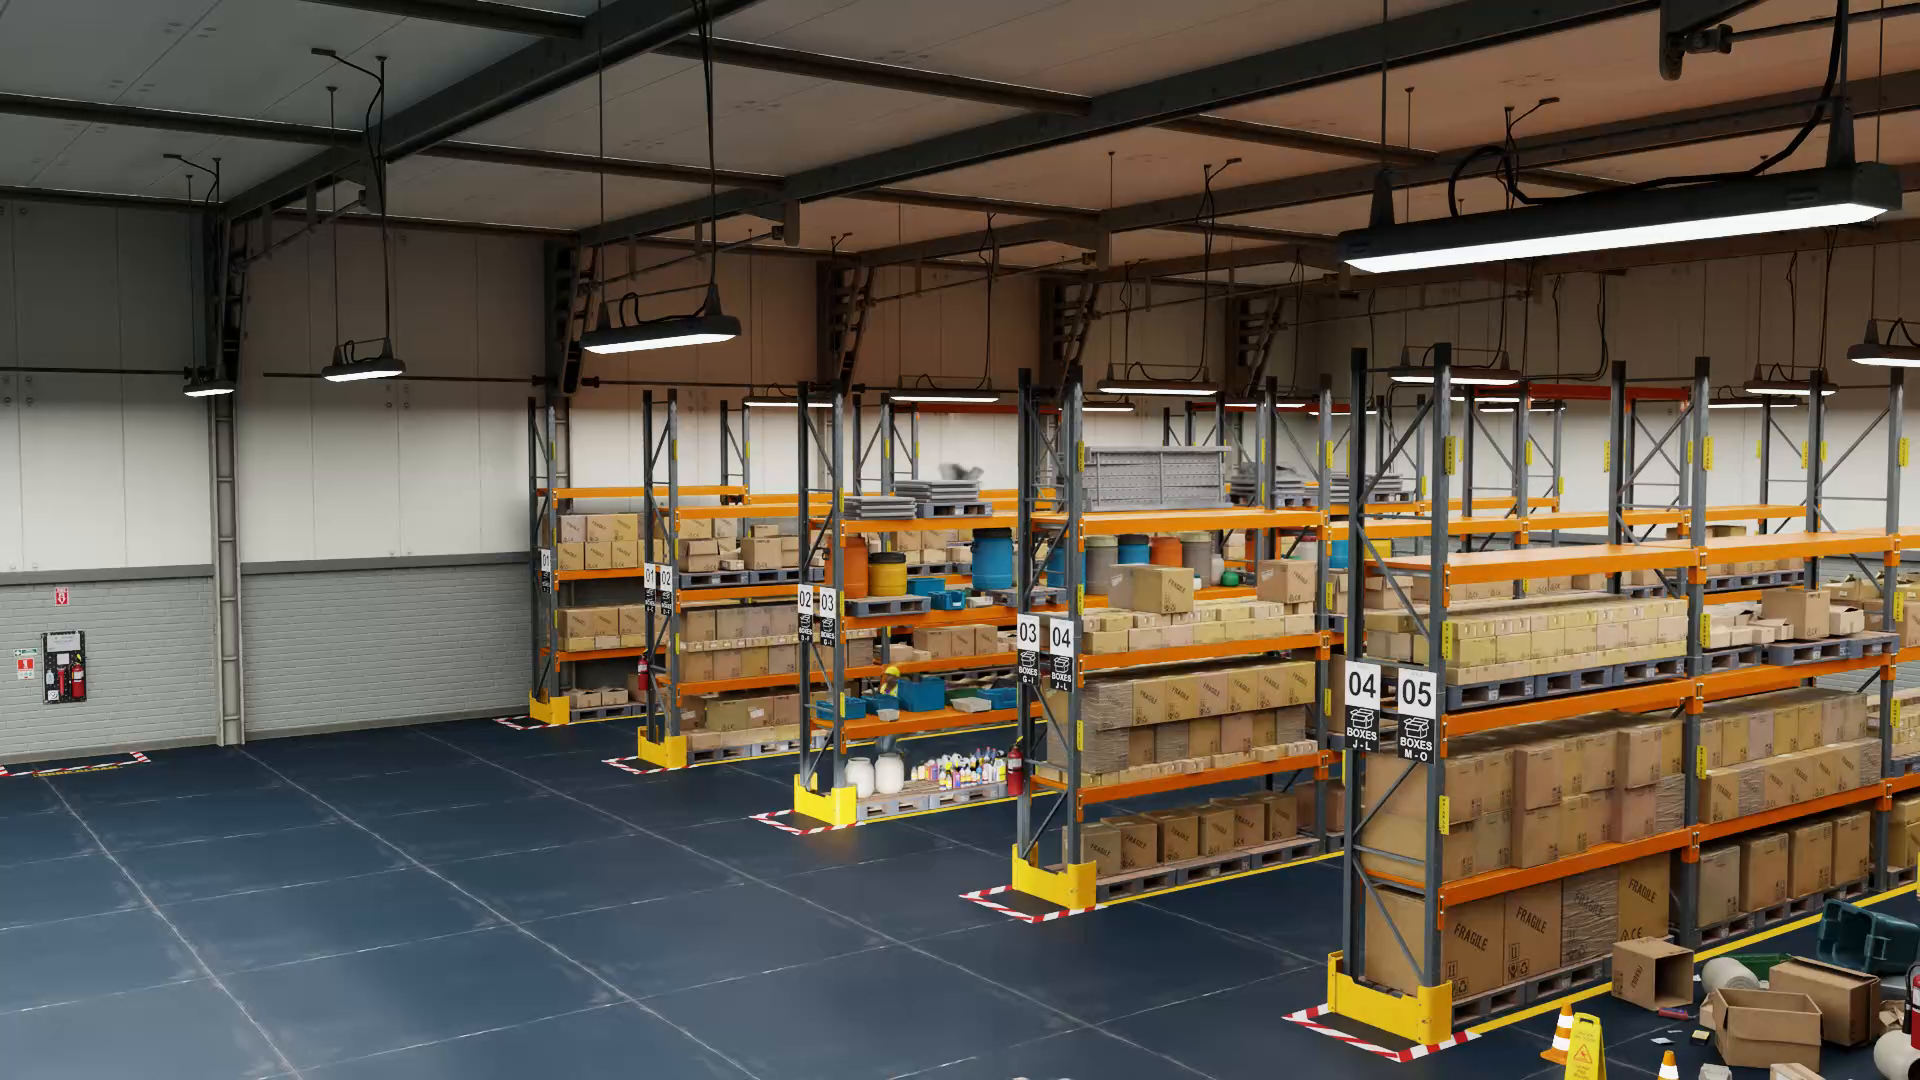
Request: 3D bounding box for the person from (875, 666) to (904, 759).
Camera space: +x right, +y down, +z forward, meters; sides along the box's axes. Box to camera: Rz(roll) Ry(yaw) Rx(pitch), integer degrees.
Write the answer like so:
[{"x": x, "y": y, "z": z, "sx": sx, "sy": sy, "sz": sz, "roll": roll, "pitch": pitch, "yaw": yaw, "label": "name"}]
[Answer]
[{"x": -1.021, "y": 2.792, "z": 25.544, "sx": 0.695, "sy": 1.720, "sz": 0.596, "roll": 3, "pitch": 4, "yaw": 41, "label": "person"}]
